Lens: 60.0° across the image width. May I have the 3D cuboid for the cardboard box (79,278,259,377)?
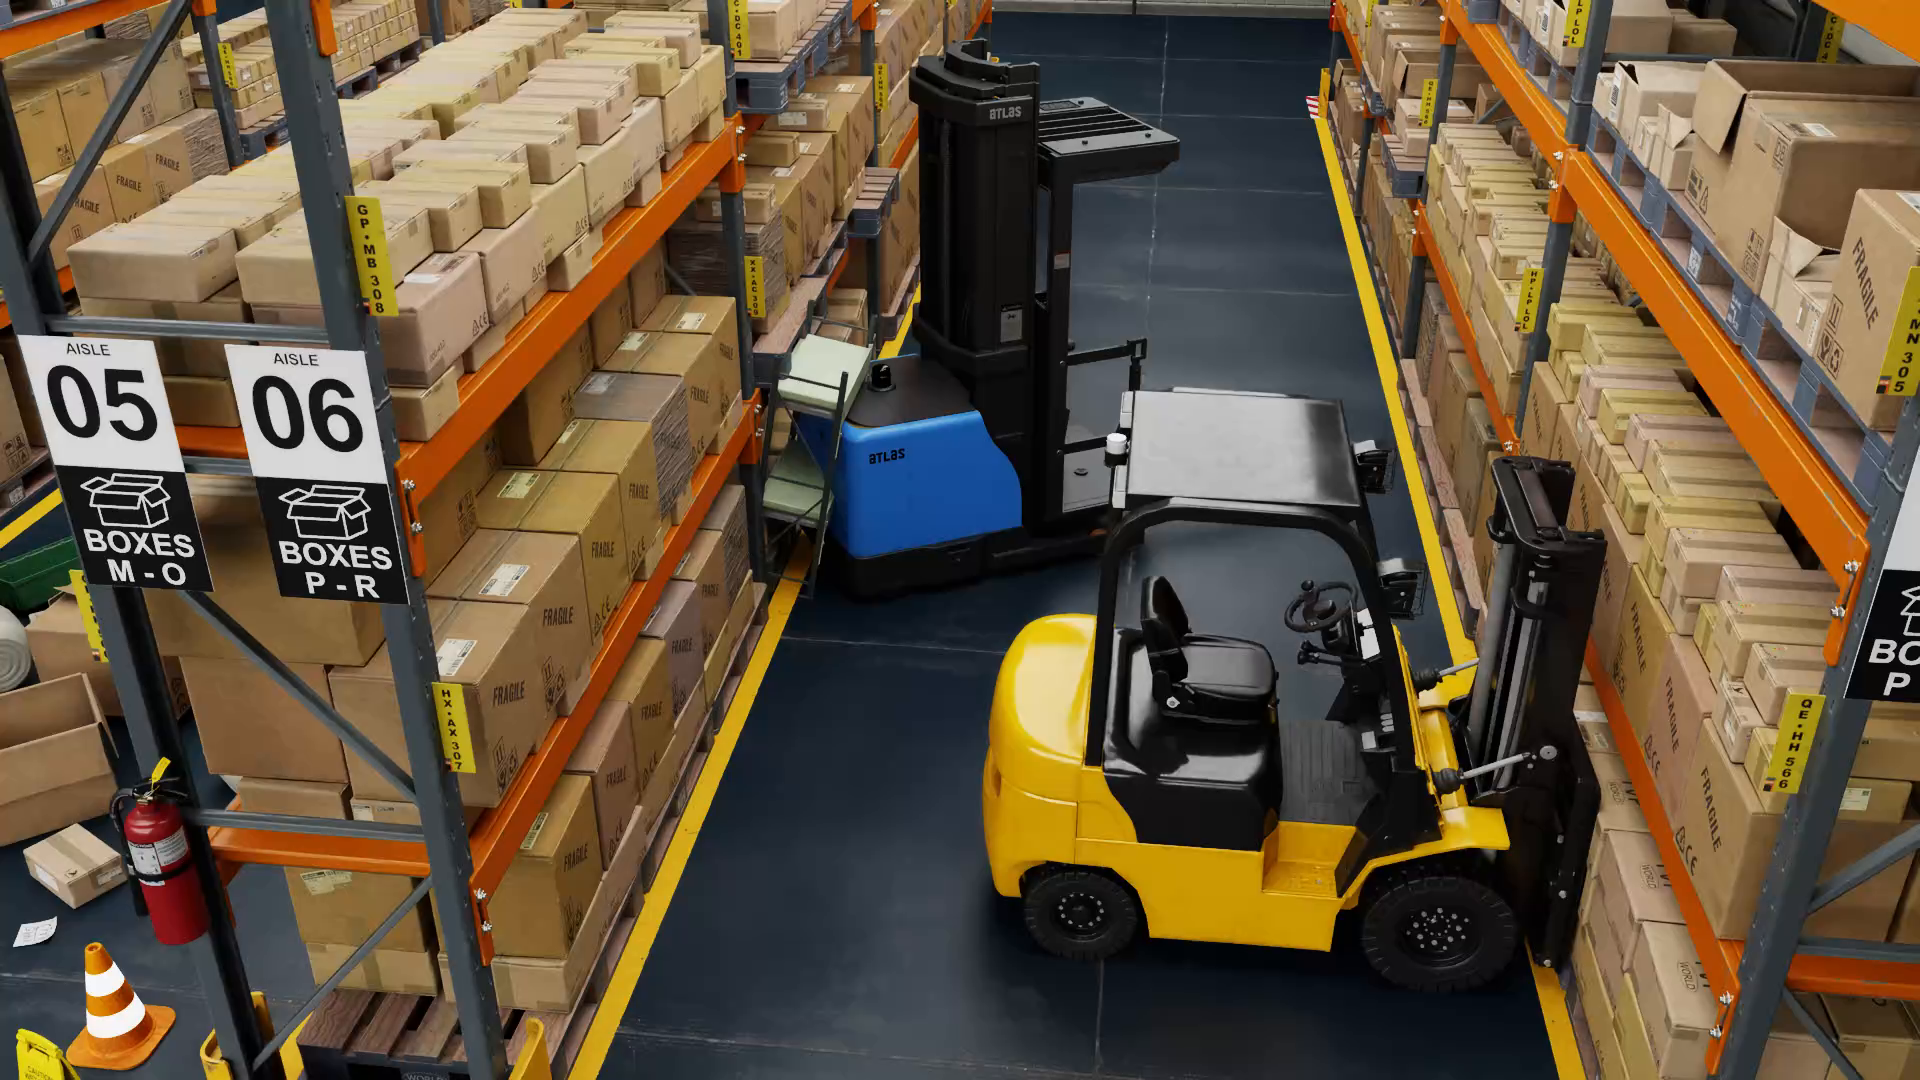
[{"bbox_3d":[-2.298,-0.715,5.096,0.500,0.250,0.500,3,28,6],"label":"cardboard box"}]

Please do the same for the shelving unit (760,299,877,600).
[{"bbox_3d":[-0.855,-0.509,9.520,0.431,1.500,0.755,14,33,2],"label":"shelving unit"}]

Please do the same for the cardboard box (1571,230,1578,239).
[{"bbox_3d":[3.840,-1.765,9.995,0.500,0.250,0.500,3,28,5],"label":"cardboard box"}]

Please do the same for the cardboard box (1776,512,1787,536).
[{"bbox_3d":[3.351,-0.107,6.496,0.380,0.149,0.250,2,28,5],"label":"cardboard box"}]

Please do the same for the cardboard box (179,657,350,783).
[{"bbox_3d":[-2.301,0.481,5.776,0.500,0.500,0.500,3,28,5],"label":"cardboard box"}]

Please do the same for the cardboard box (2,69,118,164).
[{"bbox_3d":[-6.225,-2.872,11.259,0.700,0.500,0.500,3,28,5],"label":"cardboard box"}]

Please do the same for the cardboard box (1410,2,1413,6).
[{"bbox_3d":[4.752,-5.196,16.577,0.500,0.250,0.500,4,29,7],"label":"cardboard box"}]

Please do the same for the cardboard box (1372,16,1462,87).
[{"bbox_3d":[3.959,-4.205,14.344,0.700,0.500,0.500,4,29,7],"label":"cardboard box"}]

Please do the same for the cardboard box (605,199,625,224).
[{"bbox_3d":[-1.595,-1.398,6.785,0.380,0.149,0.250,4,29,7],"label":"cardboard box"}]

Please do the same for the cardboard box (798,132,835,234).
[{"bbox_3d":[-1.074,-2.230,10.364,0.500,0.500,0.500,2,28,4],"label":"cardboard box"}]

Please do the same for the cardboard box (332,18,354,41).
[{"bbox_3d":[-5.564,-4.484,14.605,0.380,0.149,0.250,2,28,4],"label":"cardboard box"}]

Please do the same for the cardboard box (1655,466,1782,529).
[{"bbox_3d":[2.850,-0.150,6.262,0.380,0.149,0.250,4,29,7],"label":"cardboard box"}]

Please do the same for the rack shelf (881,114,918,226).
[{"bbox_3d":[-0.868,-3.463,14.274,1.077,0.370,4.000,3,28,6],"label":"rack shelf"}]

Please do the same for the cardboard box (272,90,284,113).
[{"bbox_3d":[-5.718,-3.605,13.601,0.380,0.149,0.250,5,29,9],"label":"cardboard box"}]

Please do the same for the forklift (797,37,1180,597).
[{"bbox_3d":[0.573,-1.408,9.773,3.031,2.935,1.130,-12,30,-20],"label":"forklift"}]

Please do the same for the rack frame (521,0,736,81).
[{"bbox_3d":[-1.603,-3.597,7.438,1.000,3.000,0.127,3,28,6],"label":"rack frame"}]

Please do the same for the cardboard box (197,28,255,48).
[{"bbox_3d":[-6.273,-4.281,14.228,0.380,0.149,0.250,5,29,9],"label":"cardboard box"}]

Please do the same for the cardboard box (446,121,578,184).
[{"bbox_3d":[-1.588,-1.377,5.905,0.380,0.149,0.250,4,29,8],"label":"cardboard box"}]

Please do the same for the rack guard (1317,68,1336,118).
[{"bbox_3d":[4.784,-5.181,19.340,1.175,0.500,0.348,3,28,6],"label":"rack guard"}]

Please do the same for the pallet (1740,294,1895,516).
[{"bbox_3d":[2.945,-0.399,4.758,1.003,0.211,1.213,3,28,6],"label":"pallet"}]

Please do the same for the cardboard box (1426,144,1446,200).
[{"bbox_3d":[3.492,-2.513,11.382,0.500,0.250,0.500,3,28,6],"label":"cardboard box"}]

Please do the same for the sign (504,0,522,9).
[{"bbox_3d":[-2.155,-2.708,7.990,0.100,0.325,0.005,3,28,6],"label":"sign"}]

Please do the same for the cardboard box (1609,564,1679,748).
[{"bbox_3d":[2.768,0.438,6.169,0.500,0.500,0.500,3,28,5],"label":"cardboard box"}]

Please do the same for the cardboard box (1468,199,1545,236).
[{"bbox_3d":[3.228,-1.905,9.833,0.380,0.149,0.250,3,28,5],"label":"cardboard box"}]

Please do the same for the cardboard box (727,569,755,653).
[{"bbox_3d":[-1.409,0.364,8.868,0.500,0.250,0.500,5,29,9],"label":"cardboard box"}]

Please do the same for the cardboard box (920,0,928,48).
[{"bbox_3d":[-0.566,-4.499,14.279,0.500,0.500,0.500,4,29,8],"label":"cardboard box"}]

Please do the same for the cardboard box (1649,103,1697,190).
[{"bbox_3d":[2.840,-1.478,6.262,0.396,0.266,0.258,3,28,5],"label":"cardboard box"}]

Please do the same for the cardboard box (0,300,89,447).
[{"bbox_3d":[-6.420,-1.141,11.135,1.050,0.750,0.750,3,28,6],"label":"cardboard box"}]

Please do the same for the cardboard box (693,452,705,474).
[{"bbox_3d":[-1.473,-0.440,8.169,0.380,0.149,0.250,3,29,6],"label":"cardboard box"}]

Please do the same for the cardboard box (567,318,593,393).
[{"bbox_3d":[-2.045,-0.902,7.289,0.700,0.500,0.500,3,28,5],"label":"cardboard box"}]

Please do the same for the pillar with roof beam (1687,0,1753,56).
[{"bbox_3d":[0.276,-4.777,9.629,9.100,9.000,0.400,3,28,6],"label":"pillar with roof beam"}]

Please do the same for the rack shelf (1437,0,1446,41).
[{"bbox_3d":[4.058,-4.497,13.030,1.077,0.370,4.000,3,28,6],"label":"rack shelf"}]

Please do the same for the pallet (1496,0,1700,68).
[{"bbox_3d":[3.685,-2.938,9.577,1.003,0.211,1.213,5,29,9],"label":"pallet"}]

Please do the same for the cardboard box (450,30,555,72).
[{"bbox_3d":[-2.010,-2.139,7.320,0.380,0.149,0.250,2,28,5],"label":"cardboard box"}]

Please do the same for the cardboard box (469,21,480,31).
[{"bbox_3d":[-5.211,-5.347,17.277,0.380,0.149,0.250,2,28,4],"label":"cardboard box"}]

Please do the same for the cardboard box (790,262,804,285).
[{"bbox_3d":[-1.151,-1.645,9.963,0.380,0.149,0.250,4,29,7],"label":"cardboard box"}]

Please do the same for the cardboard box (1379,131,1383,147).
[{"bbox_3d":[4.011,-3.657,15.071,0.380,0.149,0.250,2,28,4],"label":"cardboard box"}]

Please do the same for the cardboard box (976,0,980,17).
[{"bbox_3d":[-0.059,-5.928,17.985,0.500,0.500,0.500,4,29,8],"label":"cardboard box"}]

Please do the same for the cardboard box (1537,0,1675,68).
[{"bbox_3d":[3.170,-2.534,8.174,0.500,0.311,0.500,2,28,5],"label":"cardboard box"}]

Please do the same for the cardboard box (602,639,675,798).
[{"bbox_3d":[-1.589,0.766,7.331,0.500,0.500,0.500,4,29,7],"label":"cardboard box"}]

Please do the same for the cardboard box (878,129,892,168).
[{"bbox_3d":[-0.804,-2.988,12.792,0.500,0.250,0.500,3,28,5],"label":"cardboard box"}]

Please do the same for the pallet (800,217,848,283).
[{"bbox_3d":[-1.315,-1.820,10.667,1.003,0.211,1.213,3,28,6],"label":"pallet"}]

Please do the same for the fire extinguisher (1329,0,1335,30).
[{"bbox_3d":[4.353,-6.215,19.099,0.296,0.674,0.183,3,28,6],"label":"fire extinguisher"}]

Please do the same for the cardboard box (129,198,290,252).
[{"bbox_3d":[-2.275,-0.929,5.074,0.380,0.149,0.250,4,29,7],"label":"cardboard box"}]

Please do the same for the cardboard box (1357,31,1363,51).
[{"bbox_3d":[4.173,-4.980,16.596,0.380,0.149,0.250,3,28,5],"label":"cardboard box"}]

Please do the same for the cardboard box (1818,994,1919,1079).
[{"bbox_3d":[3.080,1.584,5.549,0.500,0.250,0.500,3,28,5],"label":"cardboard box"}]

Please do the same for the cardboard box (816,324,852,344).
[{"bbox_3d":[-1.275,-1.253,11.741,0.950,0.372,0.625,3,28,5],"label":"cardboard box"}]

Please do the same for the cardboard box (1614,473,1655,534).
[{"bbox_3d":[2.814,-0.137,6.552,0.380,0.149,0.250,3,28,5],"label":"cardboard box"}]

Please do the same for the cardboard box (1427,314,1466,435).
[{"bbox_3d":[3.651,-1.090,11.172,0.875,0.625,0.625,4,29,8],"label":"cardboard box"}]

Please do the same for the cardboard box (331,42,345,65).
[{"bbox_3d":[-5.594,-4.233,14.453,0.380,0.149,0.250,4,29,8],"label":"cardboard box"}]

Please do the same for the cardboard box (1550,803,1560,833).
[{"bbox_3d":[2.762,1.057,7.054,0.500,0.250,0.500,3,28,6],"label":"cardboard box"}]

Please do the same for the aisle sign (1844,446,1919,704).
[{"bbox_3d":[2.534,0.083,4.192,0.394,0.787,0.004,3,28,6],"label":"aisle sign"}]
